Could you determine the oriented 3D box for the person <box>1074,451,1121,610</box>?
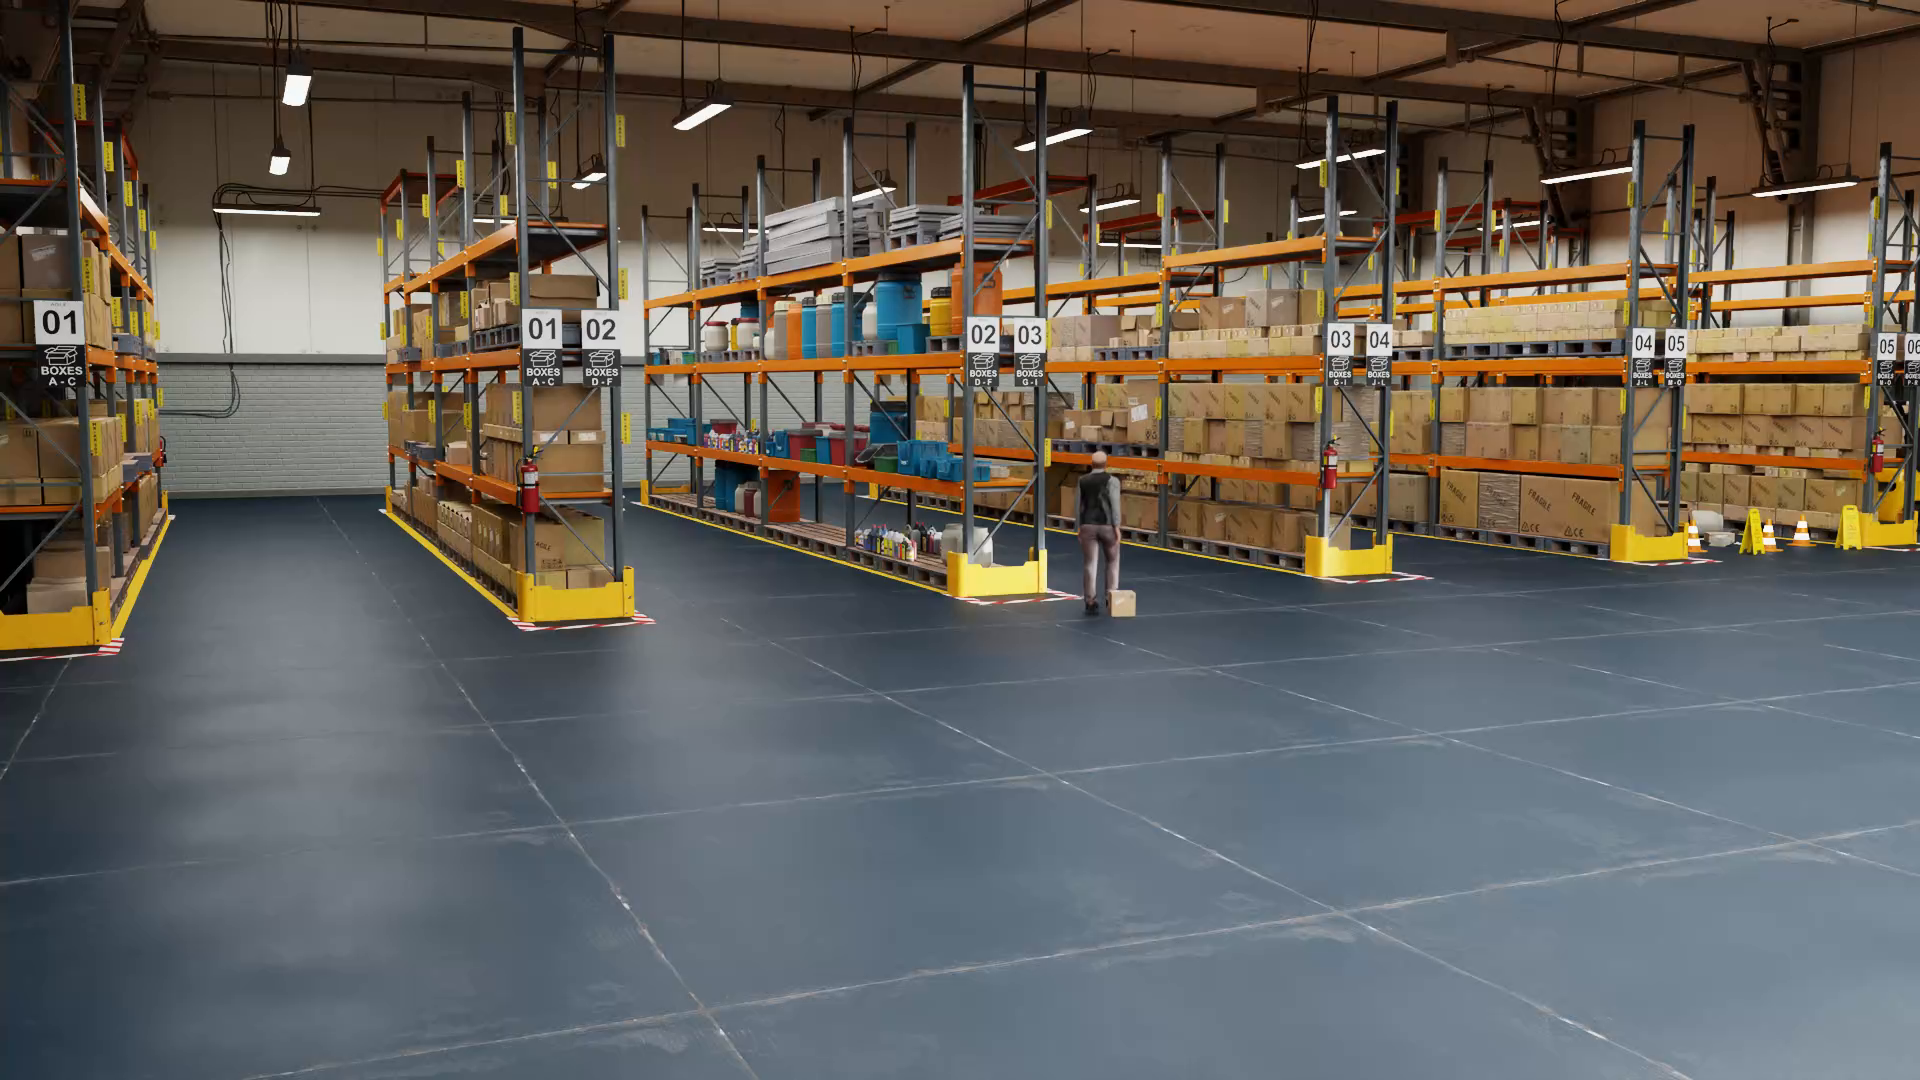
[{"bbox_3d":[1.491,-0.094,17.955,0.565,1.724,0.779,2,6,18],"label":"person"}]
